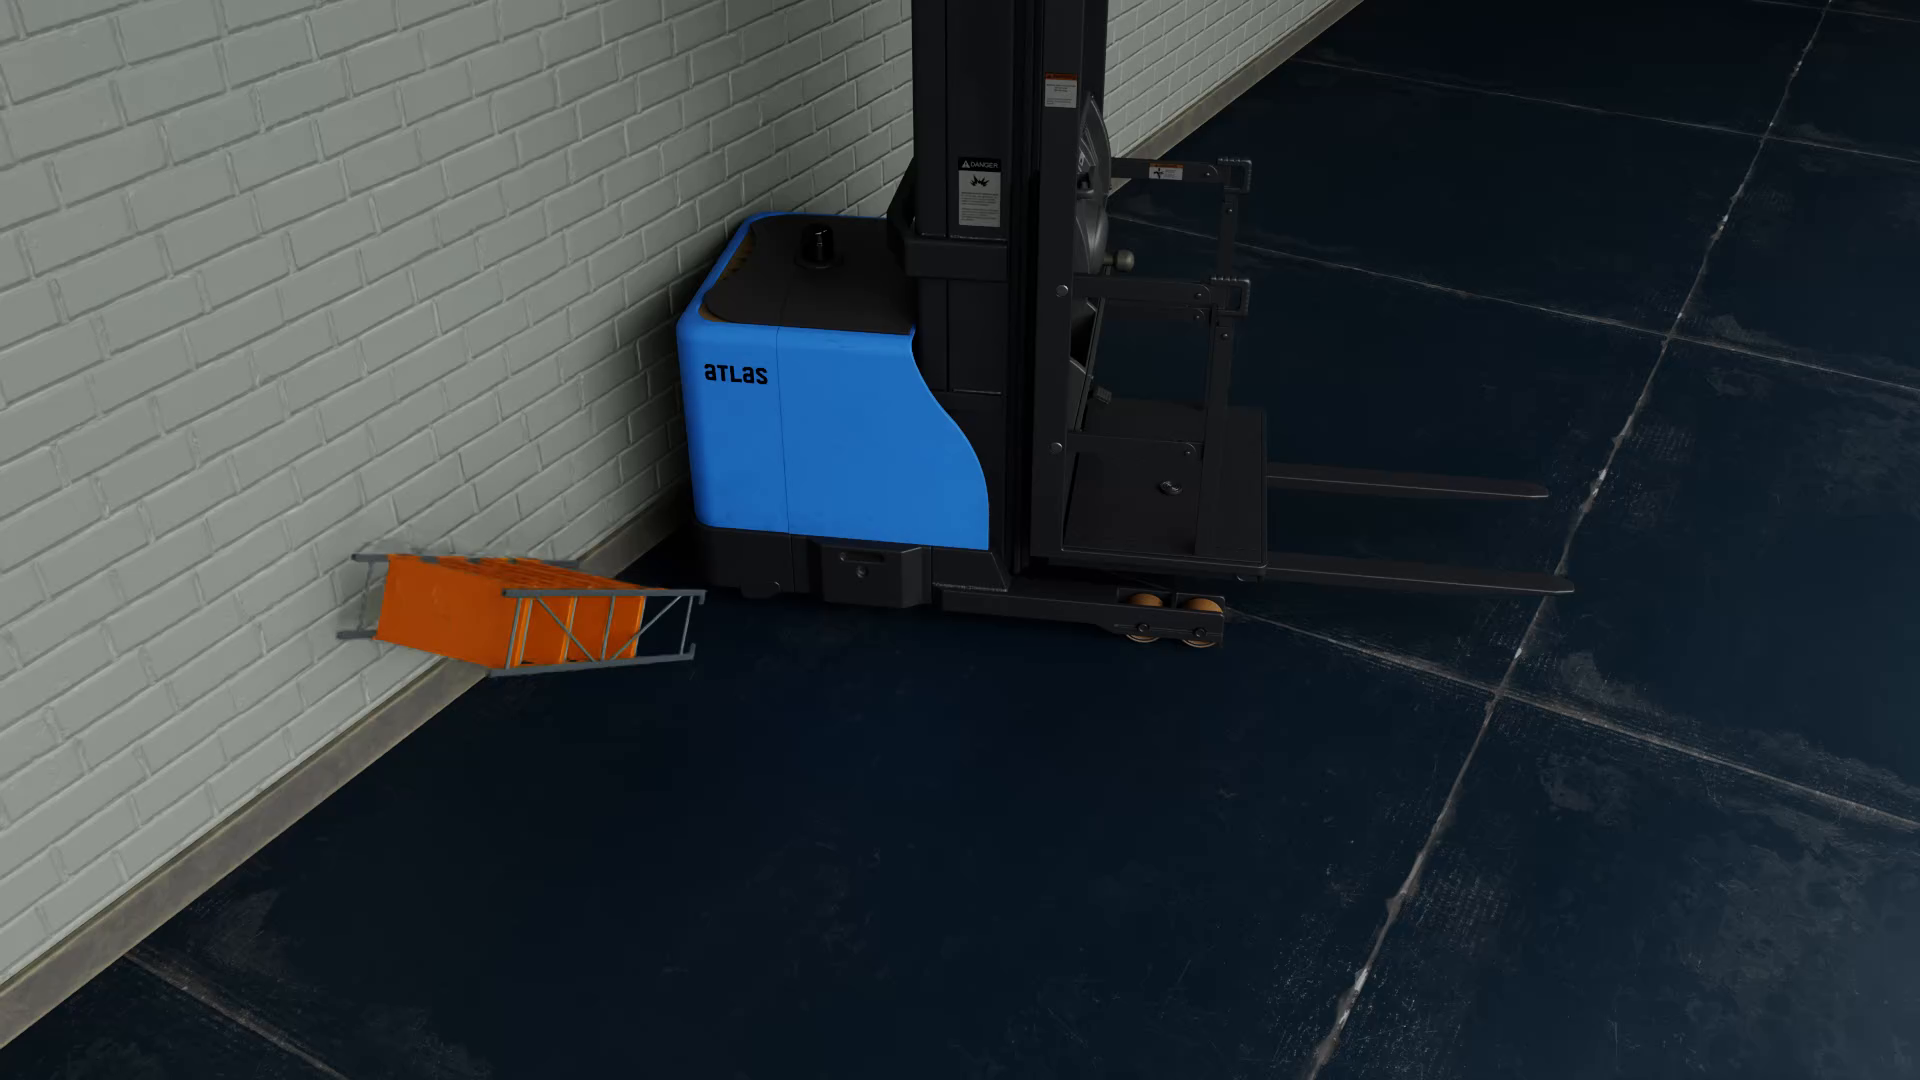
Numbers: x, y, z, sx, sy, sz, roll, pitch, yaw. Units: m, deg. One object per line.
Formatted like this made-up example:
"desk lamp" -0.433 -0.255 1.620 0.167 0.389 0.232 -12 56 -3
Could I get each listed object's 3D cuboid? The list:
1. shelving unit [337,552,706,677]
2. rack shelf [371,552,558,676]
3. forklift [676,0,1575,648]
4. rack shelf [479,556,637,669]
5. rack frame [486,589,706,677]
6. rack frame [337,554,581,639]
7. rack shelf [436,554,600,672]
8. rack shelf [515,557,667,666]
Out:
"shelving unit" -1.292 0.220 5.106 0.503 0.258 1.200 12 2 17
"rack shelf" -1.410 0.209 4.731 0.480 0.258 0.148 12 2 17
"forklift" 0.619 -1.168 5.360 3.031 2.935 1.130 5 34 7
"rack shelf" -1.272 0.222 5.170 0.480 0.258 0.148 12 2 17
"rack frame" -1.064 0.266 5.033 0.015 0.240 1.200 12 2 17
"rack frame" -1.520 0.173 5.179 0.015 0.240 1.200 12 2 17
"rack shelf" -1.339 0.215 4.957 0.480 0.258 0.148 12 2 17
"rack shelf" -1.213 0.227 5.360 0.480 0.258 0.148 12 2 17
